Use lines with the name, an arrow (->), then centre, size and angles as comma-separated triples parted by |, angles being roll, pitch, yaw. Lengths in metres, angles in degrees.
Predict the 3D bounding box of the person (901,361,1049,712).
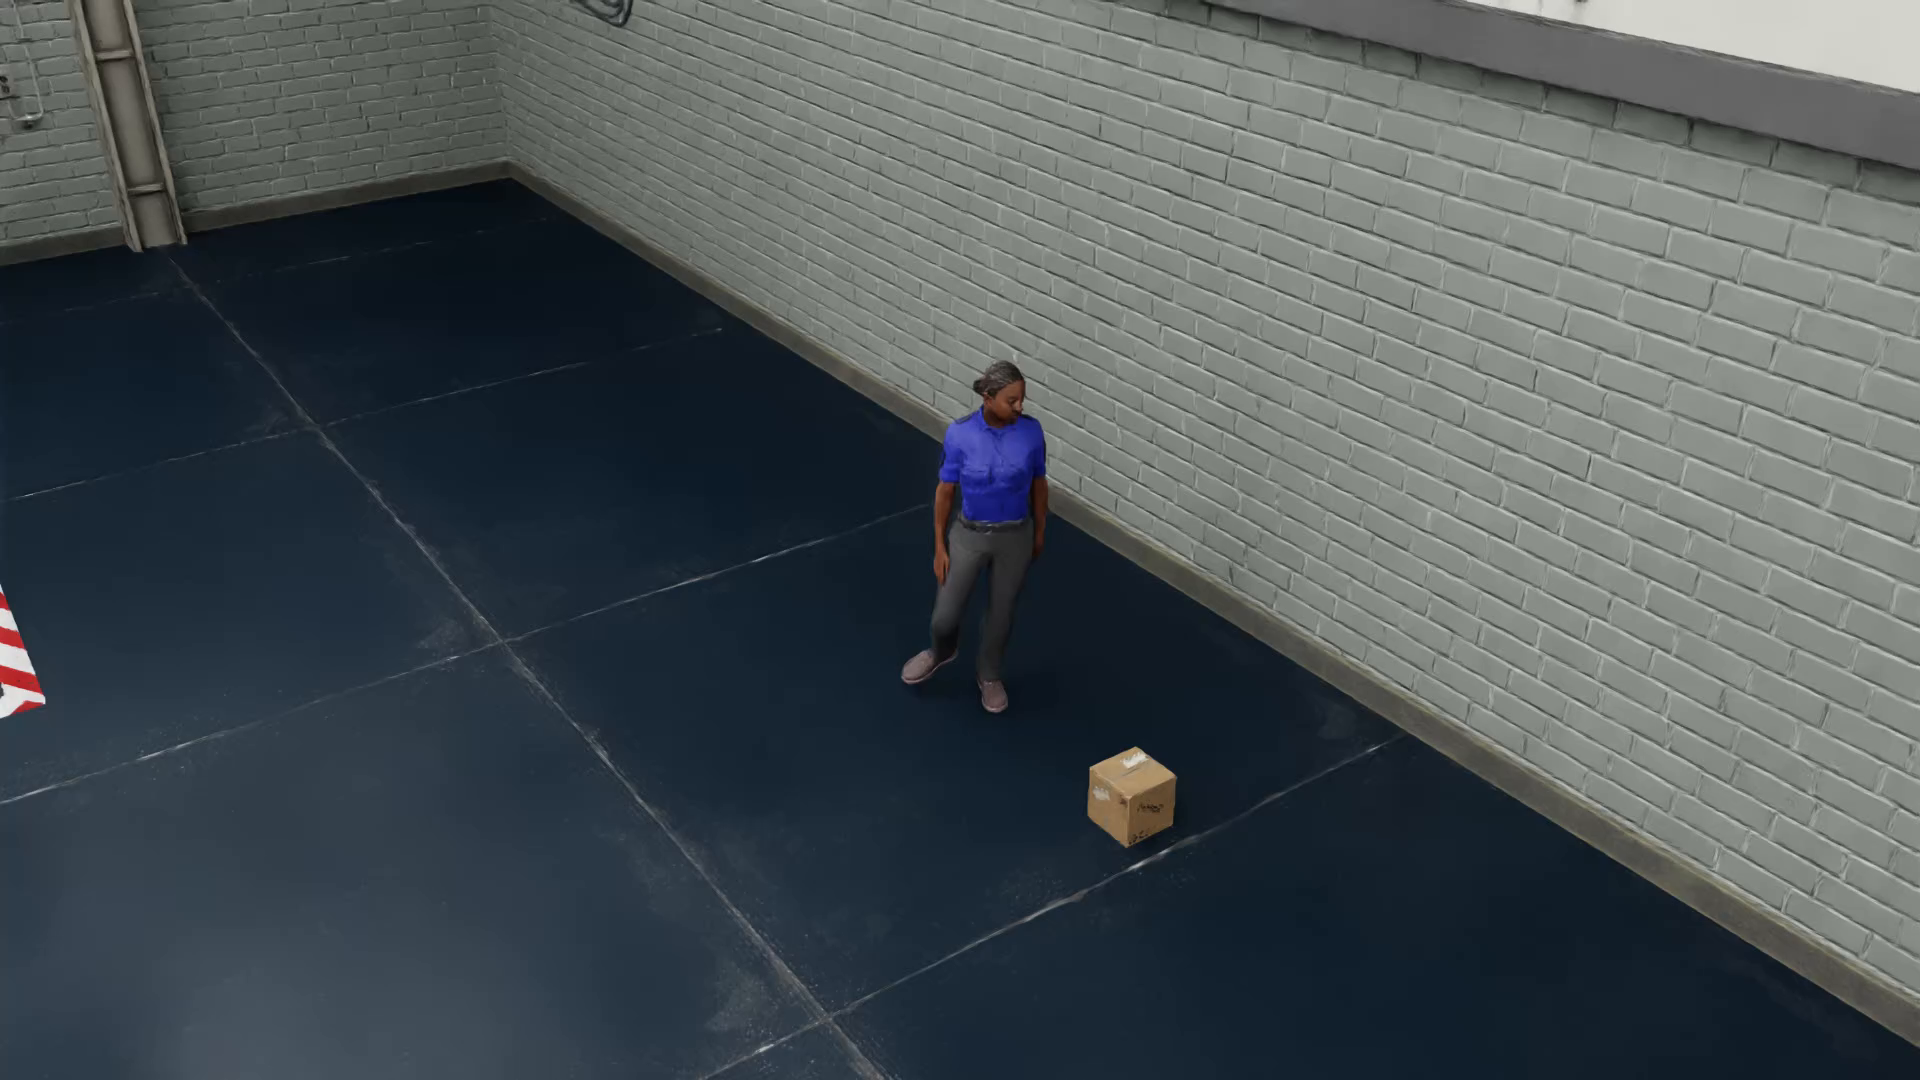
person -> 0.059, -0.022, 7.134 | 0.637, 1.651, 0.433 | -3, 29, -6
